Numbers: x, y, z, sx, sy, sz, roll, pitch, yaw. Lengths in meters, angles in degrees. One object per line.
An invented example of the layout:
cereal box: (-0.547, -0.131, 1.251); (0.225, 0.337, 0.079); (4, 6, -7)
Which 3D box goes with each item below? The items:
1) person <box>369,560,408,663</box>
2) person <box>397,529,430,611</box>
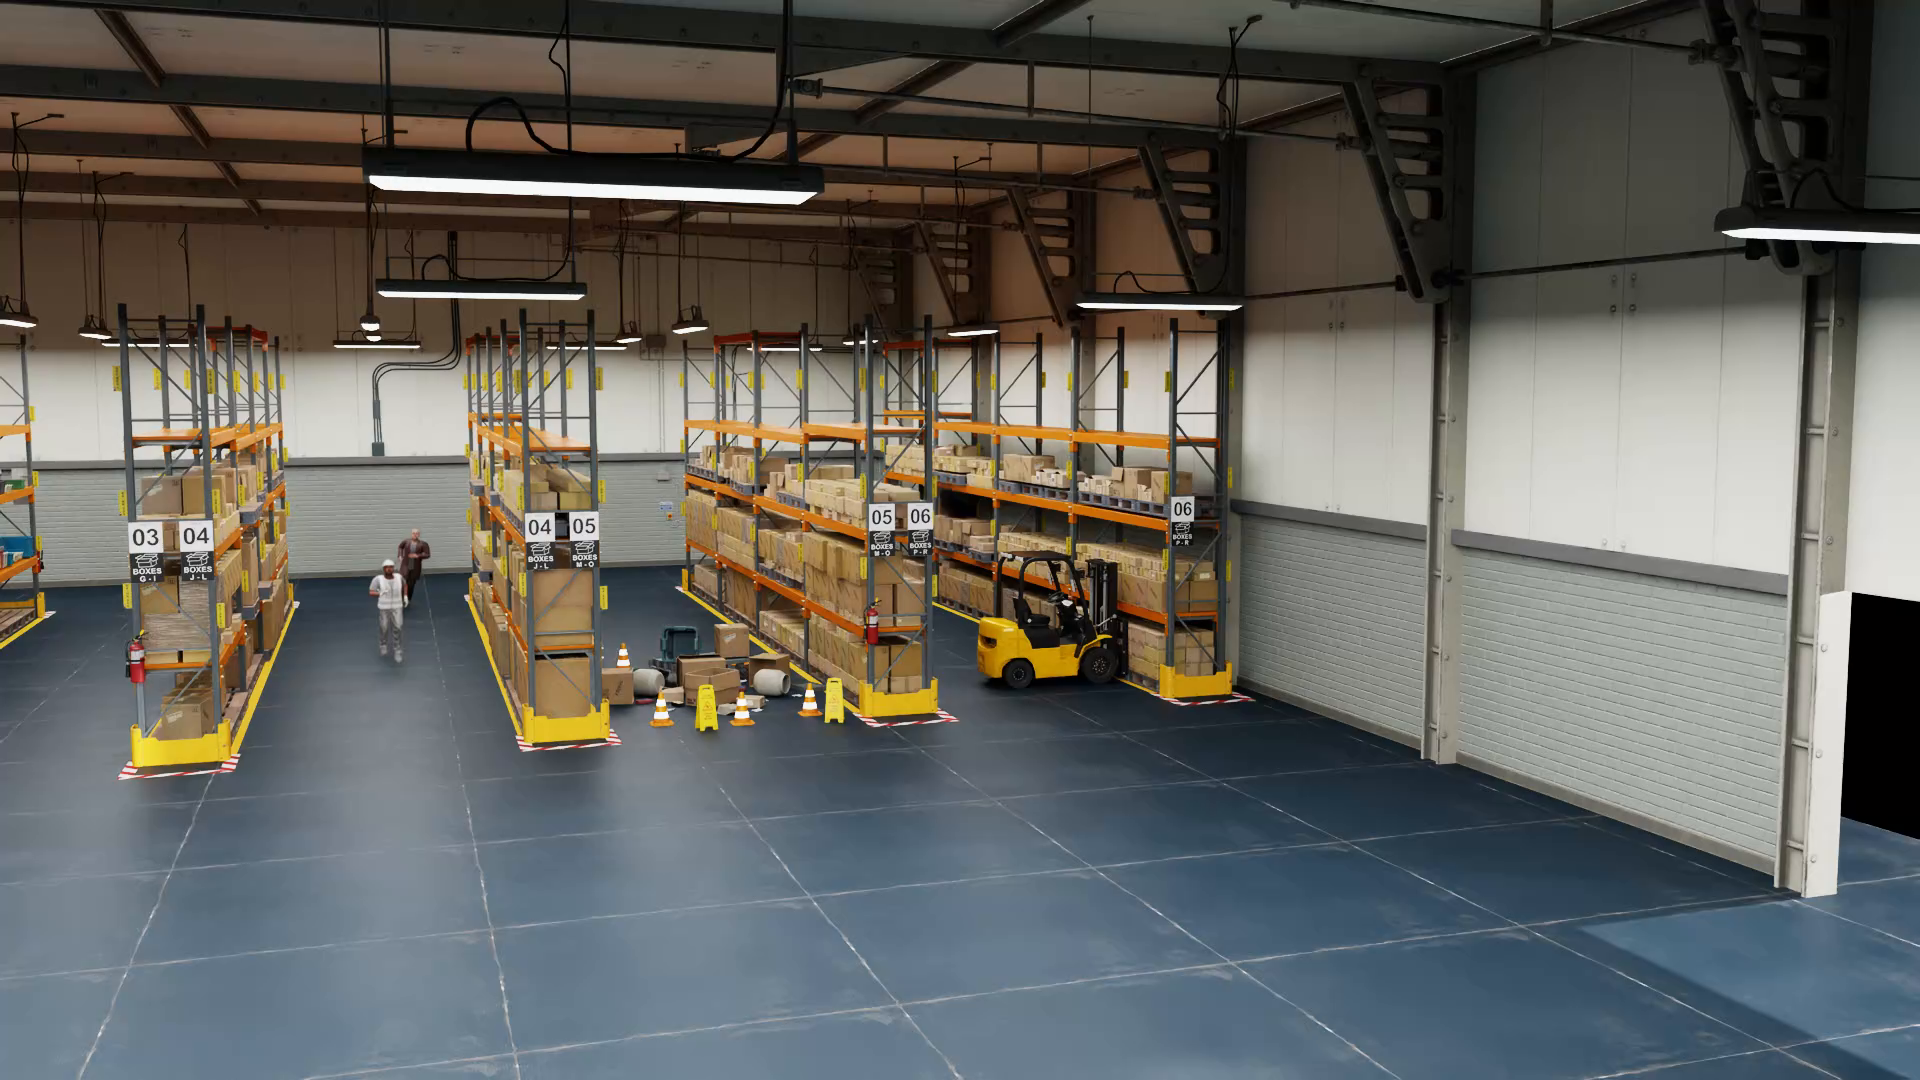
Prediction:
person: (-10.269, 1.253, 29.926); (0.704, 1.812, 0.873); (-3, 6, -28)
person: (-12.096, 0.649, 36.867); (0.704, 1.817, 0.925); (-1, 6, -13)
